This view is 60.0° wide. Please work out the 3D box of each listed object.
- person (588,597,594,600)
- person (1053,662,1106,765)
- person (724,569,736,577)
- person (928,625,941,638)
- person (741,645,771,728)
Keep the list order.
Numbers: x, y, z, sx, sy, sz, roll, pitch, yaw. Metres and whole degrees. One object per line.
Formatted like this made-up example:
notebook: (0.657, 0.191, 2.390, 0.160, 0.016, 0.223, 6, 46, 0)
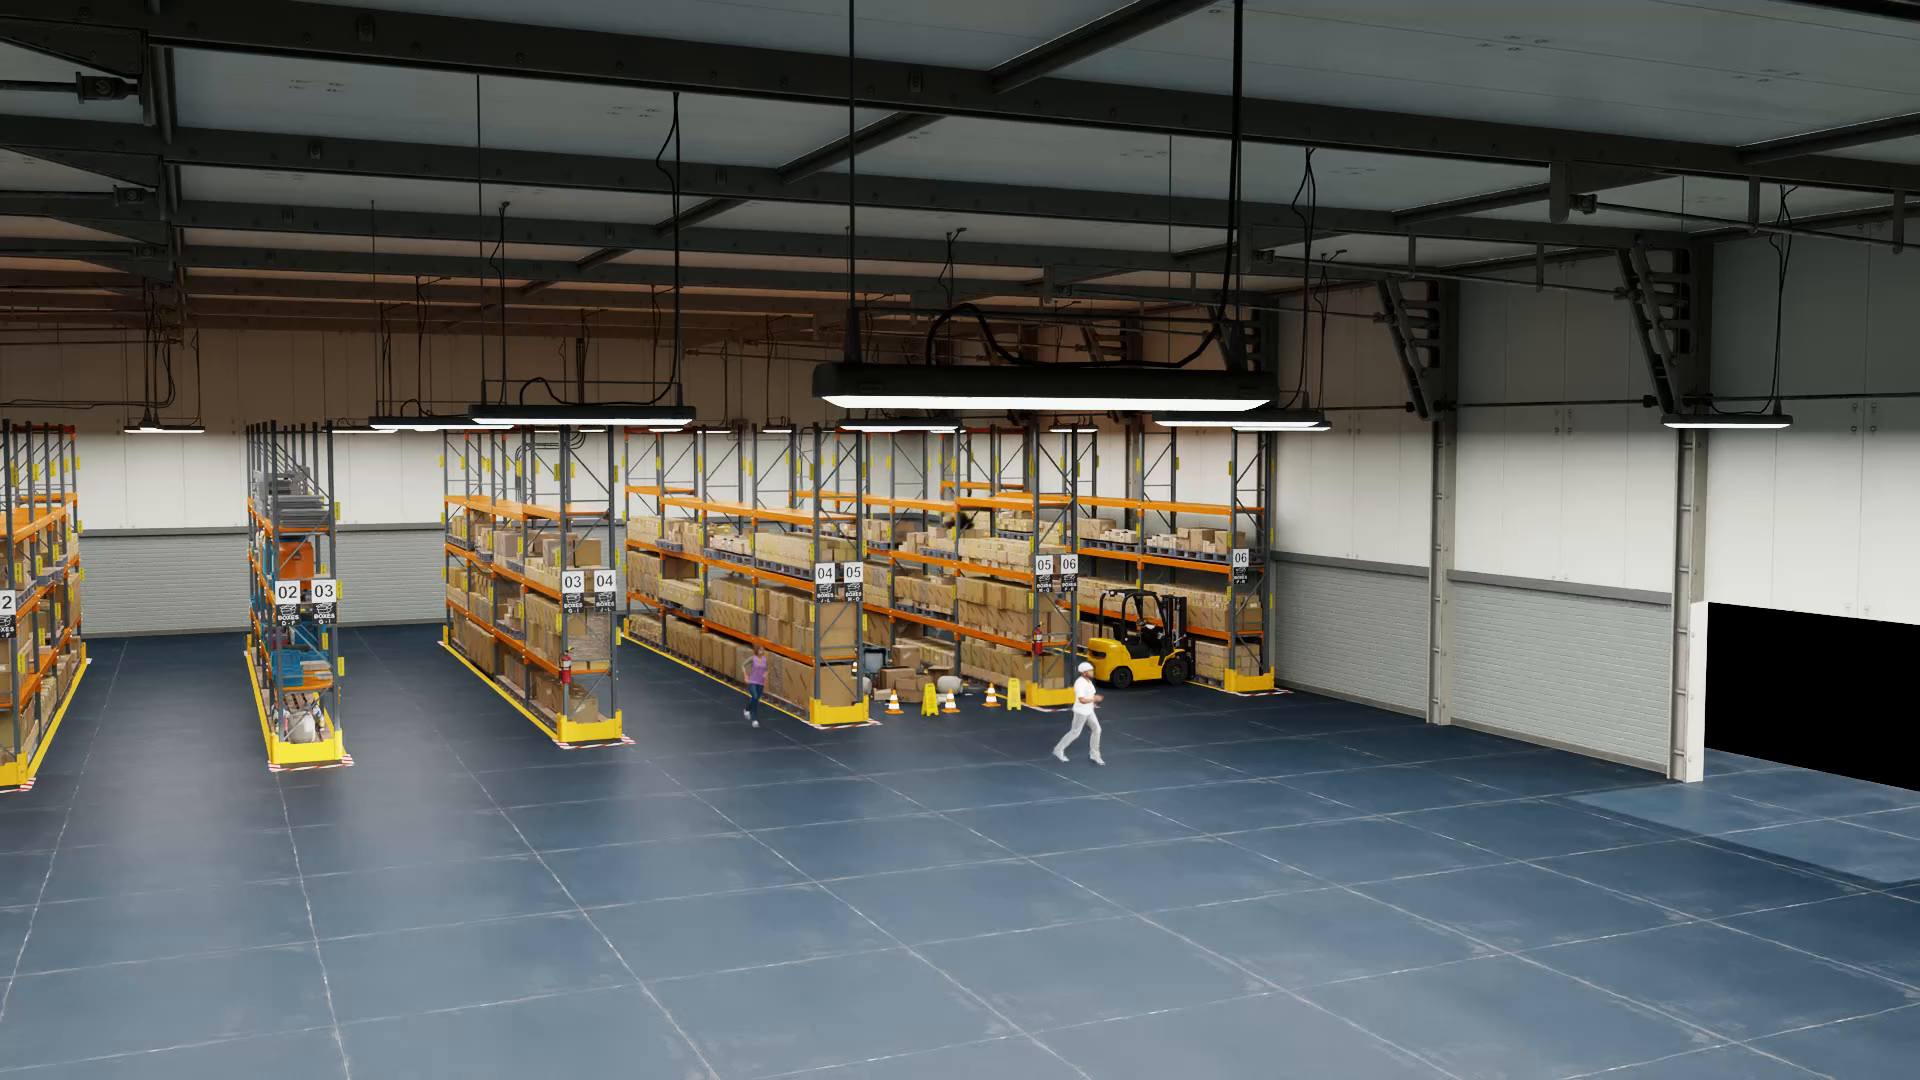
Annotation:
person: (-10.808, 1.967, 47.353, 0.767, 1.605, 0.613, 0, 4, 1)
person: (2.101, 3.028, 28.998, 0.911, 1.812, 0.711, 1, 4, 22)
person: (-7.049, 1.699, 50.394, 0.669, 1.757, 0.705, -2, 4, -33)
person: (-0.693, 1.936, 46.596, 0.675, 1.745, 0.821, -2, 4, -32)
person: (-4.051, 2.877, 33.076, 0.561, 1.606, 0.823, -2, 4, -31)
